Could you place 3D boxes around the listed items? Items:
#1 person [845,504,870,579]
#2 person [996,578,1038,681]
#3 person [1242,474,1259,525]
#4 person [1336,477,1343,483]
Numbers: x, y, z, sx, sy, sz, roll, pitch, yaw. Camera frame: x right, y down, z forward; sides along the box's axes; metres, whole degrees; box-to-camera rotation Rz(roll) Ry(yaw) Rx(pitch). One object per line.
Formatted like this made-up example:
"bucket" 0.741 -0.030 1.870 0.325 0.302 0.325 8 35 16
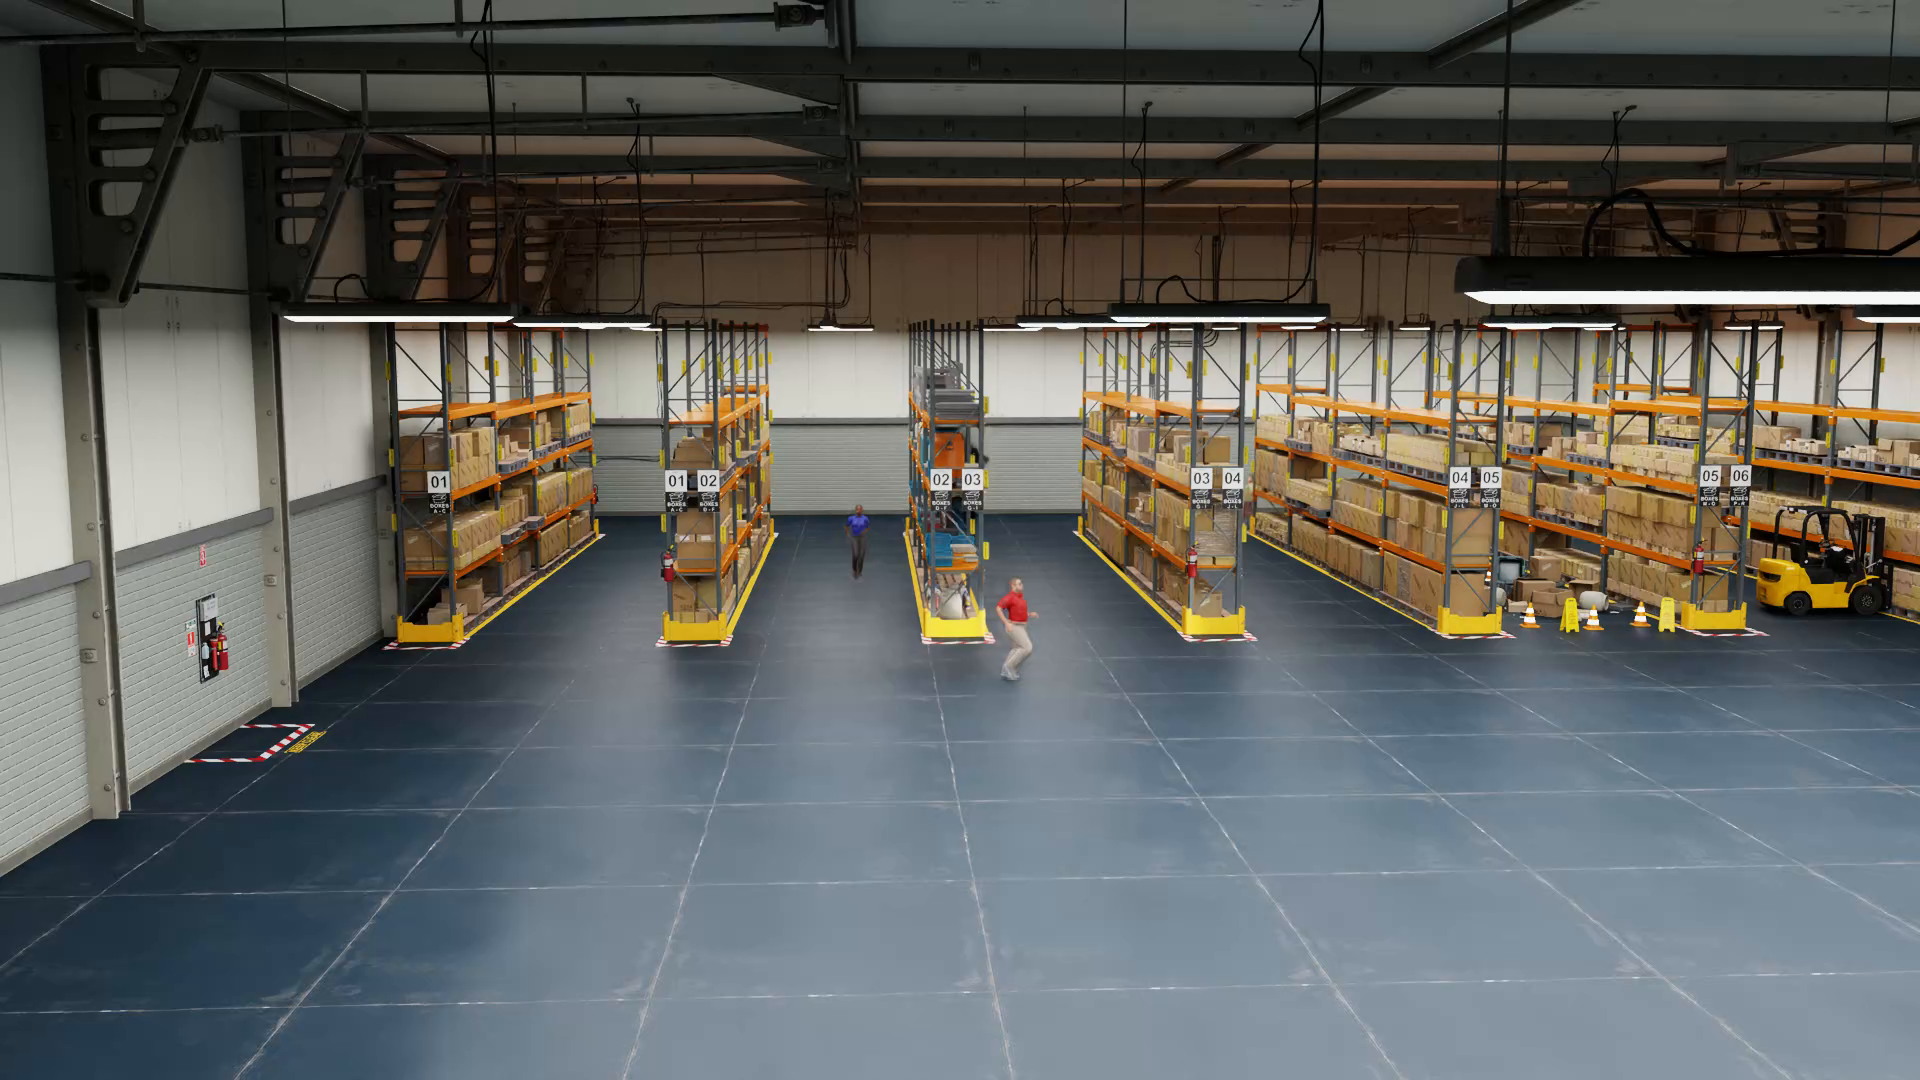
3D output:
"person" -2.268 0.049 37.123 0.550 1.681 0.640 -1 7 -12
"person" 0.981 1.478 27.548 0.651 1.698 0.647 2 7 19
"person" 8.478 -1.165 49.250 0.806 1.624 0.687 2 7 15
"person" 10.607 -0.905 46.596 0.675 1.759 0.688 -2 7 -14
